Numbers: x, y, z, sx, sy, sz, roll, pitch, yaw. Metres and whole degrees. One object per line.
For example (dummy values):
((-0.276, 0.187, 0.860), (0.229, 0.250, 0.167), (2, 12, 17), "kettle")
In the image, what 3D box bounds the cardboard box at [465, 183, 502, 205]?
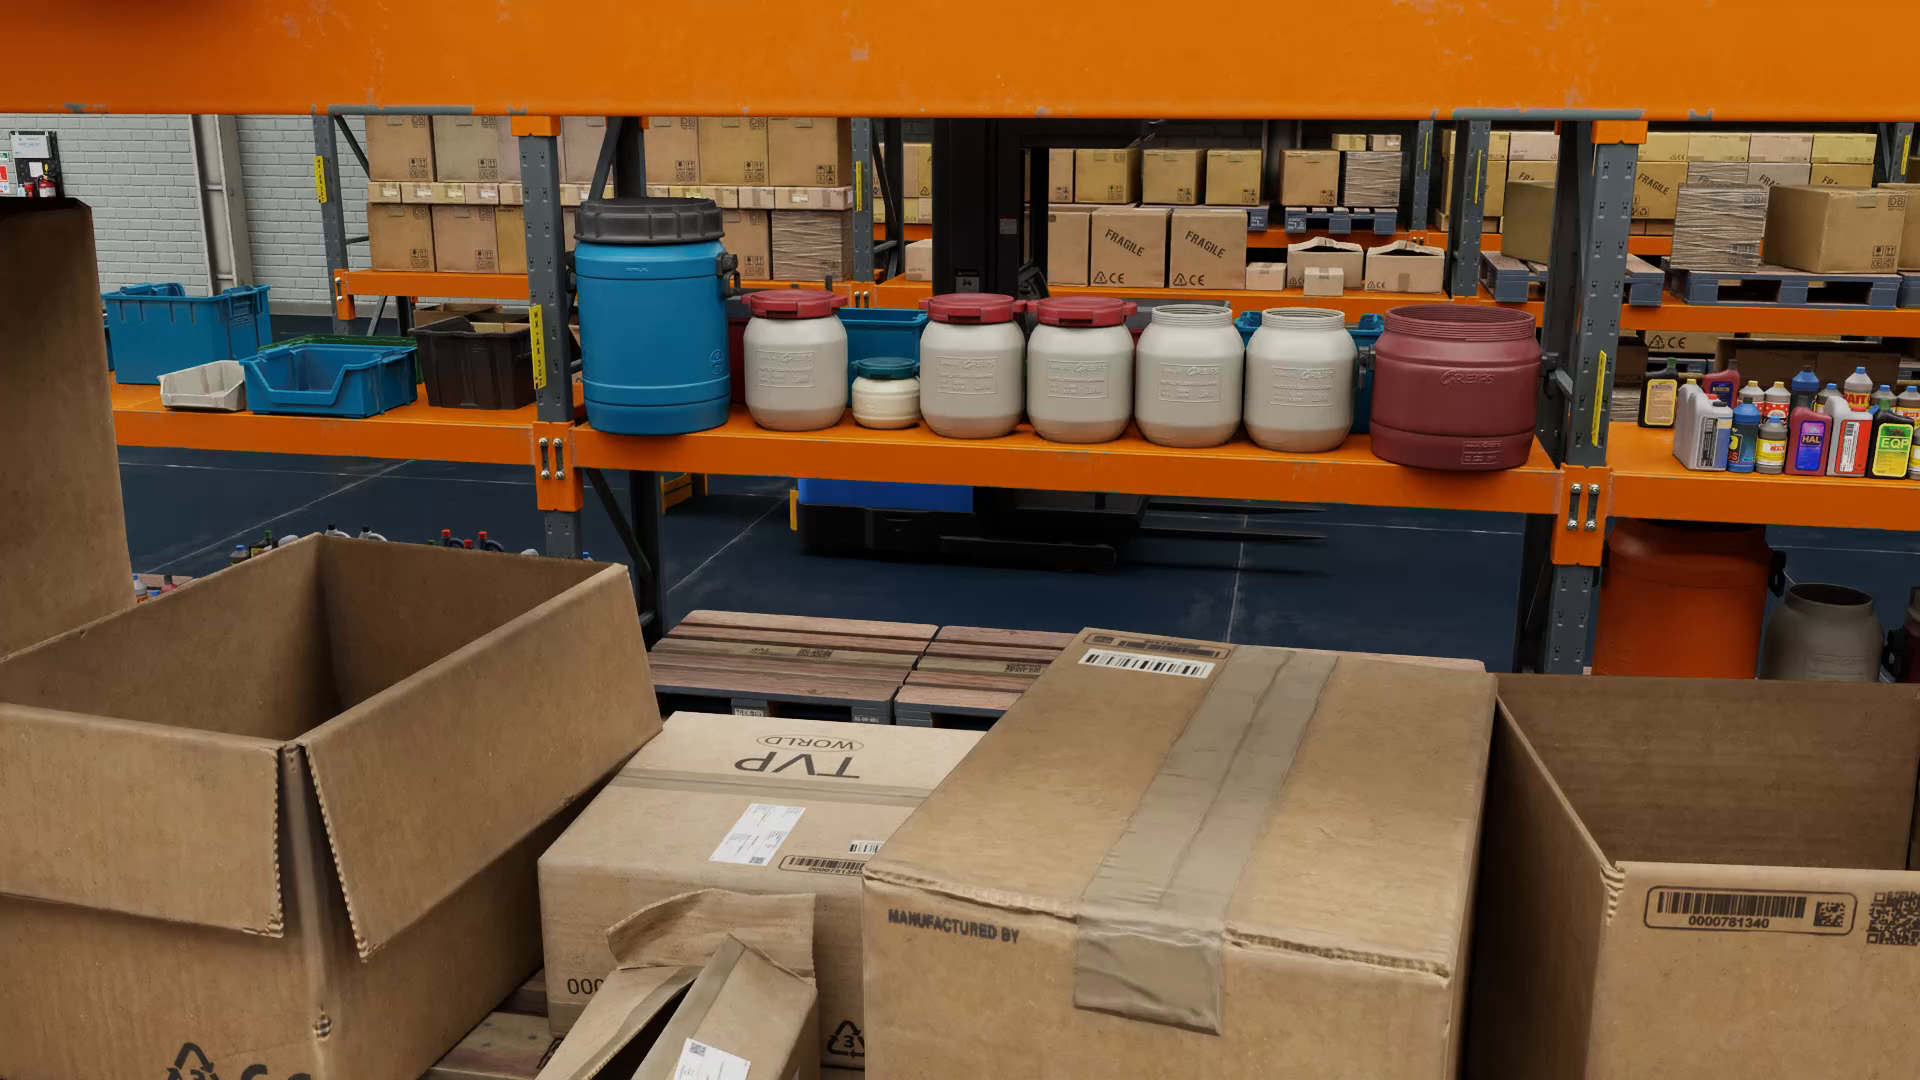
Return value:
((-3.399, -2.529, 12.102), (0.250, 0.149, 0.380), (3, 16, 10), "cardboard box")

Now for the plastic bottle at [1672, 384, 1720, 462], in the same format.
((2.748, -0.438, 6.187), (0.135, 0.276, 0.152), (3, 16, 11), "plastic bottle")

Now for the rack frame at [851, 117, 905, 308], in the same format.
((-0.571, -2.074, 11.860), (0.127, 3.000, 1.000), (3, 16, 11), "rack frame")

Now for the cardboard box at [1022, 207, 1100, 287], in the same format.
((0.694, -2.049, 11.583), (0.500, 0.500, 0.500), (4, 16, 15), "cardboard box")

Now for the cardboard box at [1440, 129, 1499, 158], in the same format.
((4.828, -3.763, 15.773), (0.500, 0.250, 0.500), (4, 16, 13), "cardboard box")

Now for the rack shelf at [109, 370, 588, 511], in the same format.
((-3.522, -0.538, 7.663), (4.000, 0.370, 1.077), (3, 16, 11), "rack shelf")

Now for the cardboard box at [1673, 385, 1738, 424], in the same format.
((4.742, -0.715, 10.813), (0.500, 0.500, 0.500), (3, 16, 10), "cardboard box")

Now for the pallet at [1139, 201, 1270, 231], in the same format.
((2.384, -3.159, 16.138), (1.213, 0.211, 1.003), (3, 16, 11), "pallet")

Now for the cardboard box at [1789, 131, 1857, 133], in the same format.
((7.853, -3.600, 15.181), (0.500, 0.250, 0.500), (4, 16, 13), "cardboard box")

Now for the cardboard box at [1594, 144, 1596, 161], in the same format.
((5.743, -3.574, 15.089), (0.500, 0.250, 0.500), (3, 16, 11), "cardboard box")

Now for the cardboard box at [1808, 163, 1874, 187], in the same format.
((7.749, -3.104, 14.798), (0.500, 0.500, 0.500), (3, 16, 10), "cardboard box")

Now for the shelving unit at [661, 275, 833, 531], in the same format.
((-1.360, -0.904, 10.446), (1.083, 1.500, 0.587), (6, 17, 21), "shelving unit")

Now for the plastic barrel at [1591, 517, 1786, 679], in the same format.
((2.840, 0.299, 6.571), (0.708, 0.830, 0.600), (3, 16, 11), "plastic barrel")

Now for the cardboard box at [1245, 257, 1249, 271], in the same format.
((2.565, -2.623, 16.297), (0.500, 0.250, 0.500), (3, 16, 11), "cardboard box")

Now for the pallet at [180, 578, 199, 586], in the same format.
((-3.411, 0.455, 7.956), (1.213, 0.211, 1.003), (3, 16, 11), "pallet")

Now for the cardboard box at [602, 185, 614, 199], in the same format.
((-2.385, -2.474, 11.904), (0.250, 0.149, 0.380), (4, 16, 13), "cardboard box")

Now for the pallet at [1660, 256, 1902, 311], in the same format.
((5.255, -1.666, 10.748), (1.213, 0.211, 1.003), (3, 16, 11), "pallet")

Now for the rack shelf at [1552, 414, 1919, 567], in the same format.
((4.317, -0.112, 6.127), (4.000, 0.370, 1.077), (3, 16, 11), "rack shelf")

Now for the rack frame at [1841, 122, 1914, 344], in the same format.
((8.252, -2.944, 15.003), (0.127, 3.000, 1.000), (3, 16, 11), "rack frame")

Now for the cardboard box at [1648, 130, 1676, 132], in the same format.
((6.336, -3.680, 15.471), (0.500, 0.250, 0.500), (3, 16, 10), "cardboard box")

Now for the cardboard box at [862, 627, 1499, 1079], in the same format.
((0.266, 0.458, 1.747), (0.500, 0.500, 0.700), (6, 16, 19), "cardboard box")

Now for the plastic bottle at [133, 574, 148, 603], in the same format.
((-3.767, 0.290, 7.614), (0.097, 0.271, 0.097), (0, 15, 0), "plastic bottle")

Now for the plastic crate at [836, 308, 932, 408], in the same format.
((-0.419, -0.793, 7.267), (0.575, 0.384, 0.392), (3, 16, 11), "plastic crate")

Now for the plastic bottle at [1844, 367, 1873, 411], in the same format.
((3.556, -0.550, 6.599), (0.097, 0.271, 0.097), (0, 15, 0), "plastic bottle")

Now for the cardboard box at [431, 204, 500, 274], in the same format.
((-3.521, -2.280, 12.417), (0.500, 0.500, 0.700), (4, 16, 13), "cardboard box")

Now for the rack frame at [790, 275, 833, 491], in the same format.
((-0.897, -0.854, 10.266), (0.032, 1.500, 0.500), (6, 17, 21), "rack frame")

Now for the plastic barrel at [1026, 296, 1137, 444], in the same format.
((0.475, -0.674, 6.550), (0.433, 0.535, 0.433), (0, 15, 0), "plastic barrel")

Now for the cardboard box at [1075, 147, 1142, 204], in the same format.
((1.450, -3.563, 16.223), (0.500, 0.500, 0.700), (5, 16, 17), "cardboard box")

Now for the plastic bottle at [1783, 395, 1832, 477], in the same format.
((3.030, -0.372, 5.936), (0.133, 0.283, 0.061), (3, 16, 11), "plastic bottle")

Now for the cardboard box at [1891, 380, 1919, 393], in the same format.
((6.318, -0.771, 11.014), (0.500, 0.500, 0.500), (3, 16, 12), "cardboard box")

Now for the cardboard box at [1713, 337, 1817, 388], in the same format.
((5.371, -1.186, 11.109), (0.500, 0.250, 0.500), (3, 16, 10), "cardboard box")

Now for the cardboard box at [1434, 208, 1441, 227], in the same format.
((4.702, -3.095, 15.981), (0.250, 0.149, 0.380), (3, 16, 12), "cardboard box")

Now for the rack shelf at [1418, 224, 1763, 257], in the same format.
((6.292, -2.704, 15.483), (4.000, 0.370, 1.077), (3, 16, 11), "rack shelf")

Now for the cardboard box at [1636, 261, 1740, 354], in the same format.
((6.717, -2.158, 15.404), (0.750, 0.750, 0.750), (4, 16, 13), "cardboard box")

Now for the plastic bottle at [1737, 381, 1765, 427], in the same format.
((3.175, -0.537, 6.683), (0.097, 0.201, 0.097), (0, 15, 0), "plastic bottle")

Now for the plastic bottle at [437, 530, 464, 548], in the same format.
((-2.455, 0.125, 8.061), (0.185, 0.351, 0.144), (2, 16, 9), "plastic bottle")

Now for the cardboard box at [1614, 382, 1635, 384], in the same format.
((4.312, -0.880, 11.409), (0.500, 0.500, 0.500), (4, 16, 13), "cardboard box")

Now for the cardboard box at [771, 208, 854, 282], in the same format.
((-1.008, -2.144, 11.926), (0.500, 0.500, 0.700), (3, 16, 10), "cardboard box")

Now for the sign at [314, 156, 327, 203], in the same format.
((-4.608, -2.597, 11.979), (0.005, 0.325, 0.100), (3, 16, 11), "sign")

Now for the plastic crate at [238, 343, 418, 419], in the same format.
((-2.701, -0.695, 7.159), (0.616, 0.251, 0.499), (3, 16, 11), "plastic crate")

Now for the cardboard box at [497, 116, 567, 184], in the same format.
((-2.974, -2.876, 12.138), (0.500, 0.500, 0.700), (3, 16, 11), "cardboard box")

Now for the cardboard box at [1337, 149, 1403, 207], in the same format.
((3.869, -3.440, 15.780), (0.500, 0.500, 0.700), (1, 16, 5), "cardboard box")

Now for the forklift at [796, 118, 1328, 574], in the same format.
((0.617, -1.379, 9.480), (3.031, 2.935, 1.130), (3, 16, 11), "forklift")

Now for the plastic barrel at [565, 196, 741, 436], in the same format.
((-1.244, -0.920, 6.756), (0.708, 0.901, 0.600), (3, 16, 11), "plastic barrel")

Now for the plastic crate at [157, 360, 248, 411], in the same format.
((-3.204, -0.671, 7.291), (0.437, 0.136, 0.530), (3, 16, 11), "plastic crate")

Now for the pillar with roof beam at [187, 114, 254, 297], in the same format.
((-9.387, -5.856, 14.275), (0.400, 9.000, 9.100), (3, 16, 11), "pillar with roof beam")

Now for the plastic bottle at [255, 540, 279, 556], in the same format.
((-3.374, 0.137, 8.141), (0.133, 0.283, 0.061), (3, 16, 11), "plastic bottle")

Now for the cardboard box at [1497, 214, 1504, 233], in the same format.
((5.097, -2.916, 15.332), (0.250, 0.149, 0.380), (4, 16, 13), "cardboard box")

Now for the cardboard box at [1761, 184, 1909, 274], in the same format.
((5.524, -1.977, 10.535), (0.500, 0.500, 0.700), (-1, 16, -3), "cardboard box")

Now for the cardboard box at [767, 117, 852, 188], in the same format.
((-1.008, -2.769, 11.753), (0.500, 0.500, 0.700), (3, 16, 11), "cardboard box")

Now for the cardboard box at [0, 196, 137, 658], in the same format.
((-1.799, 0.105, 2.085), (1.000, 1.000, 1.000), (3, 16, 11), "cardboard box")

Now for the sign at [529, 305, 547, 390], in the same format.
((-1.683, -0.768, 6.629), (0.005, 0.325, 0.100), (3, 16, 11), "sign")

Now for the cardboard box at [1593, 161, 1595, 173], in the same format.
((5.754, -3.209, 15.174), (0.500, 0.500, 0.500), (3, 16, 11), "cardboard box")

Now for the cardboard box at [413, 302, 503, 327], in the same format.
((-3.906, -1.575, 13.017), (0.500, 0.500, 0.500), (3, 16, 11), "cardboard box")

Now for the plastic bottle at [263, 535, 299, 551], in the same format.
((-3.353, 0.113, 8.243), (0.135, 0.276, 0.152), (3, 16, 12), "plastic bottle")

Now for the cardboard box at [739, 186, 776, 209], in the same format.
((-1.380, -2.420, 11.707), (0.250, 0.149, 0.380), (3, 16, 9), "cardboard box")

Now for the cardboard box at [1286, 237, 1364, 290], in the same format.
((2.510, -1.916, 11.458), (0.500, 0.311, 0.500), (3, 16, 10), "cardboard box")

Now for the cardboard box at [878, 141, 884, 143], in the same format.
((-1.000, -3.805, 16.948), (0.500, 0.500, 0.500), (4, 16, 13), "cardboard box")

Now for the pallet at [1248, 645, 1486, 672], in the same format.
((1.606, 0.727, 6.972), (1.213, 0.211, 1.003), (3, 16, 11), "pallet")
